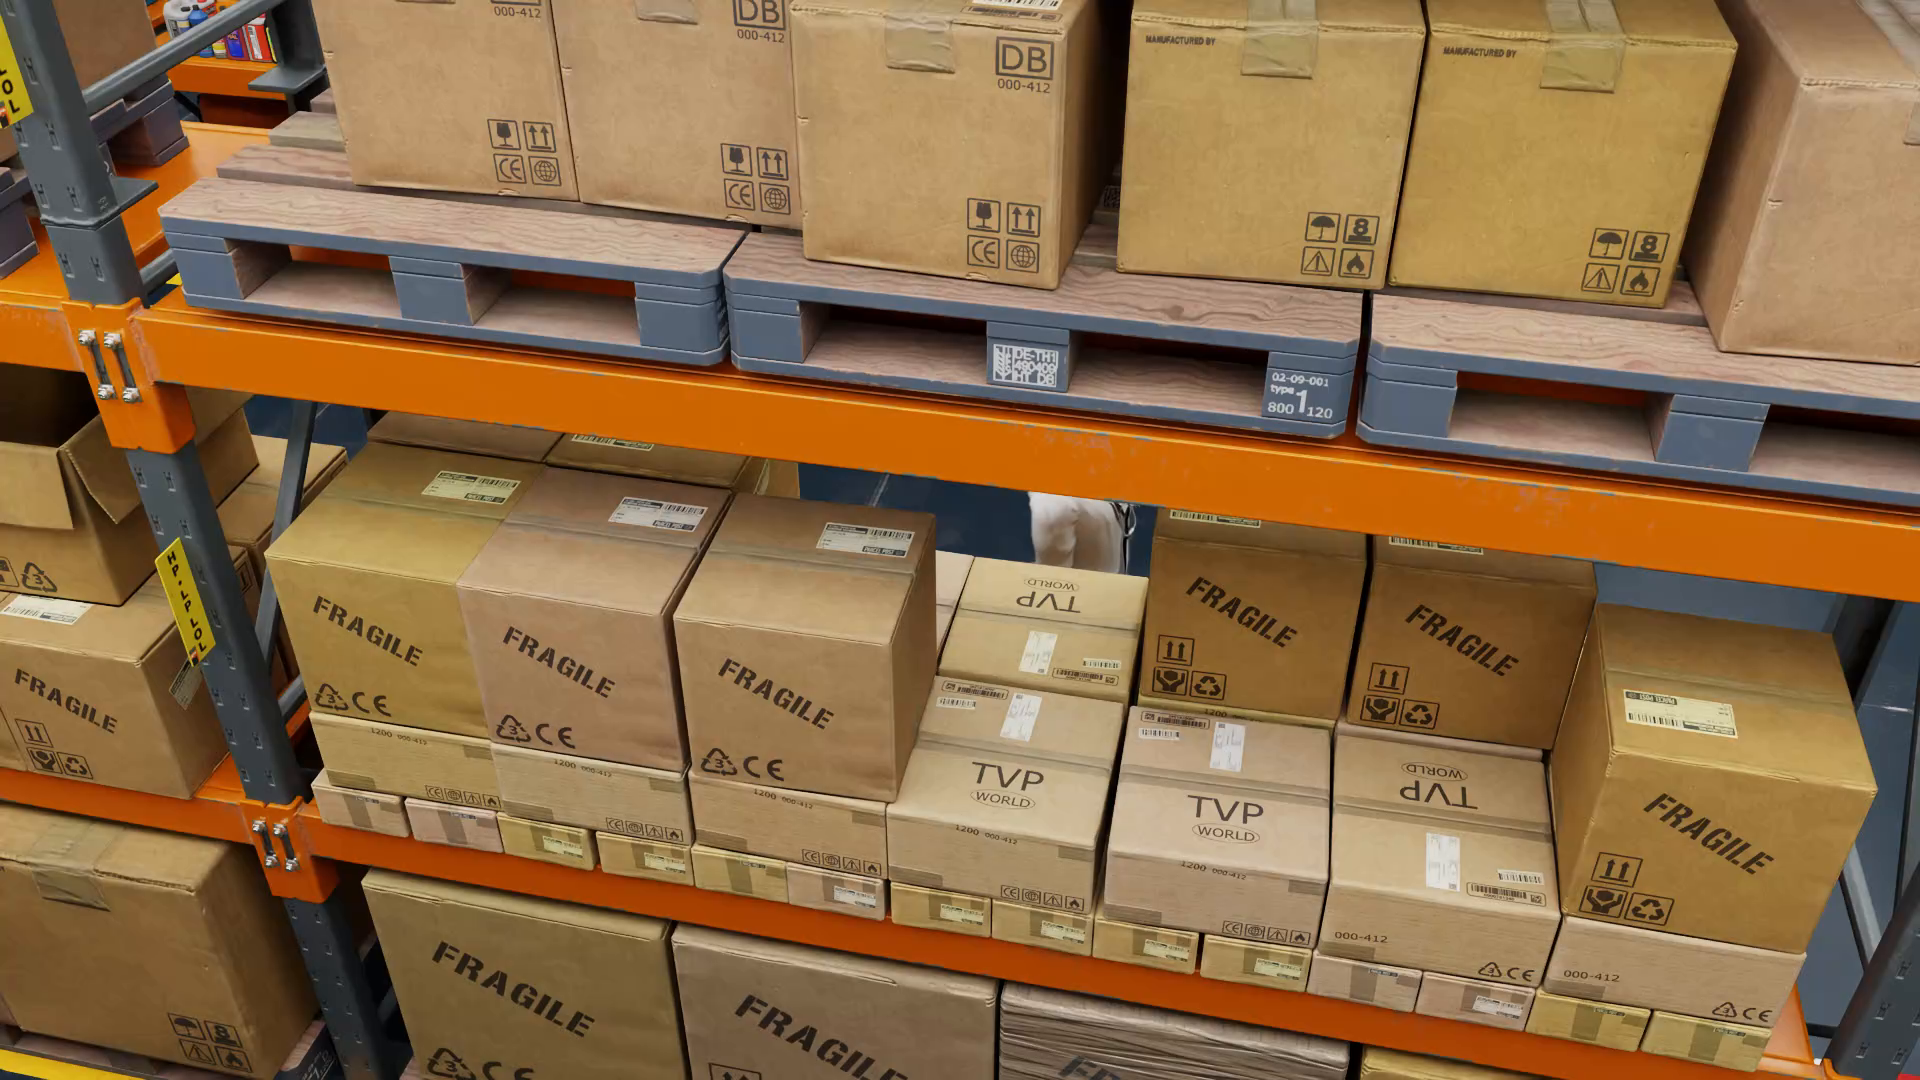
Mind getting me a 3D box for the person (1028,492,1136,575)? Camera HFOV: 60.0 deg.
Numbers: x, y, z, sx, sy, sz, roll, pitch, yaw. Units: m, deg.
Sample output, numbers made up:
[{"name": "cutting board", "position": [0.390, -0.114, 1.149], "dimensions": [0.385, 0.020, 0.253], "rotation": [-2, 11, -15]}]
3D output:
[{"name": "person", "position": [0.443, 0.246, 5.829], "dimensions": [0.652, 1.802, 0.611], "rotation": [12, 38, 15]}]
